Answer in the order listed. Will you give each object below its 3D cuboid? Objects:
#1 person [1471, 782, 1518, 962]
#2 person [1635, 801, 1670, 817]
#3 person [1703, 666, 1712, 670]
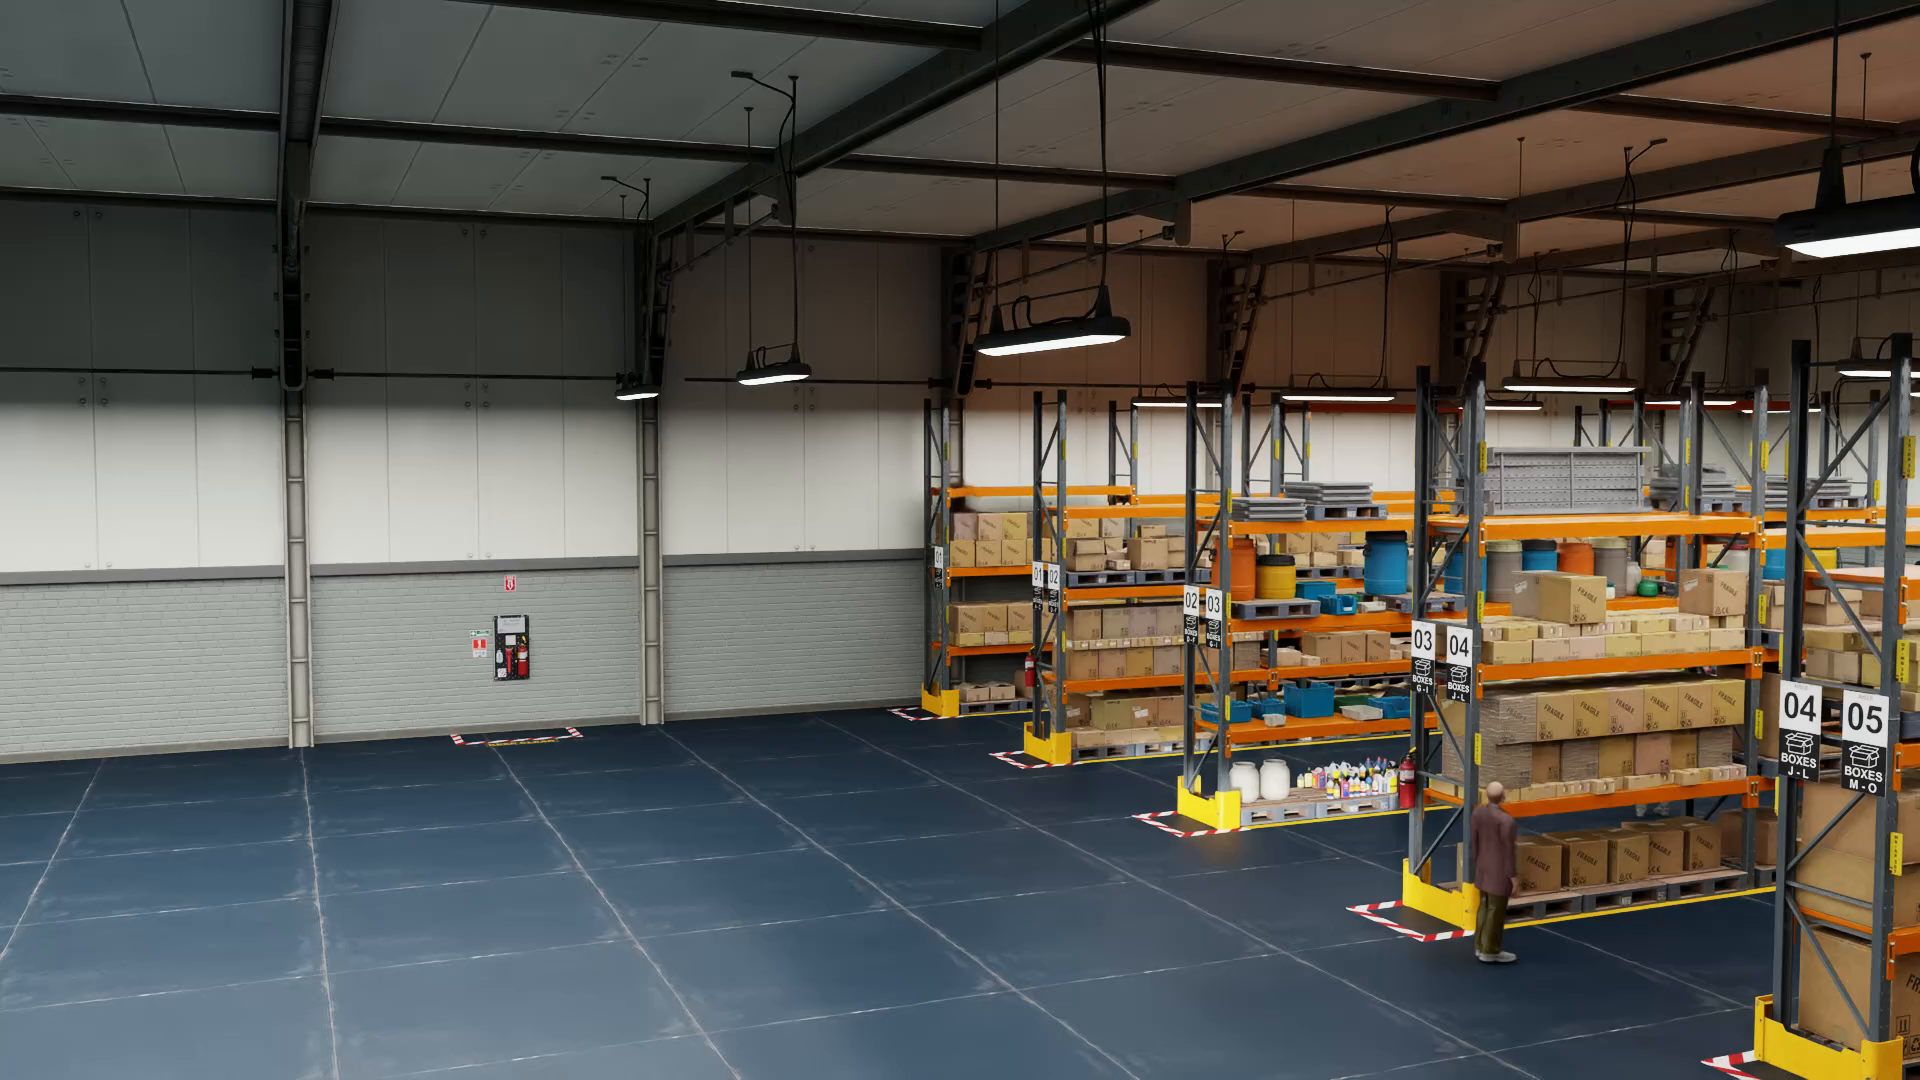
[{"bbox_3d":[5.324,3.295,16.558,0.398,1.786,0.611,-1,4,-20],"label":"person"},{"bbox_3d":[9.555,2.932,22.959,0.560,1.775,0.428,-1,3,-14],"label":"person"},{"bbox_3d":[16.675,2.161,36.831,1.026,1.608,0.491,-2,4,-29],"label":"person"}]
